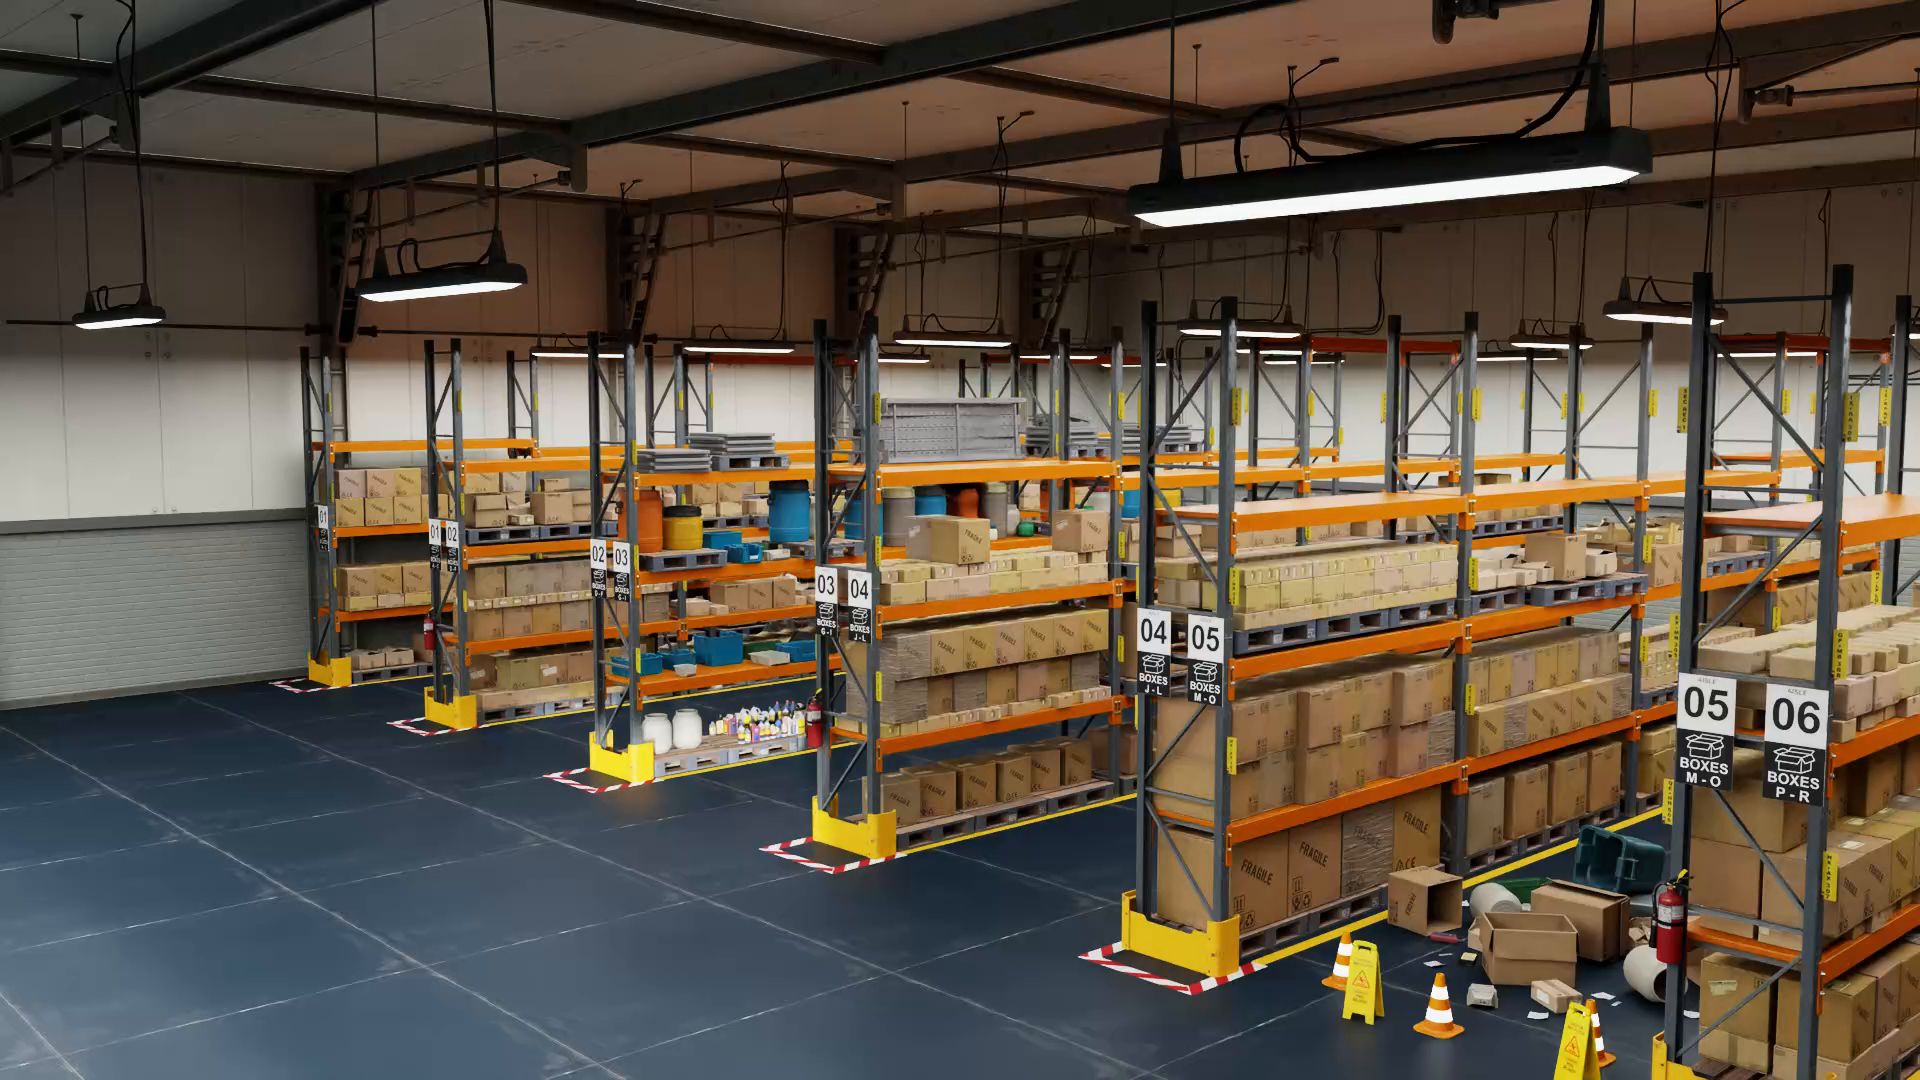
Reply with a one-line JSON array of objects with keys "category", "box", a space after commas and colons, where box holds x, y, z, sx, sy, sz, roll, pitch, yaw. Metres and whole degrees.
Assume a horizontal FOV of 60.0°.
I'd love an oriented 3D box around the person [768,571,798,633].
[{"category": "person", "box": [-3.591, 1.328, 33.604, 0.690, 1.791, 0.764, 4, 6, 35]}]
